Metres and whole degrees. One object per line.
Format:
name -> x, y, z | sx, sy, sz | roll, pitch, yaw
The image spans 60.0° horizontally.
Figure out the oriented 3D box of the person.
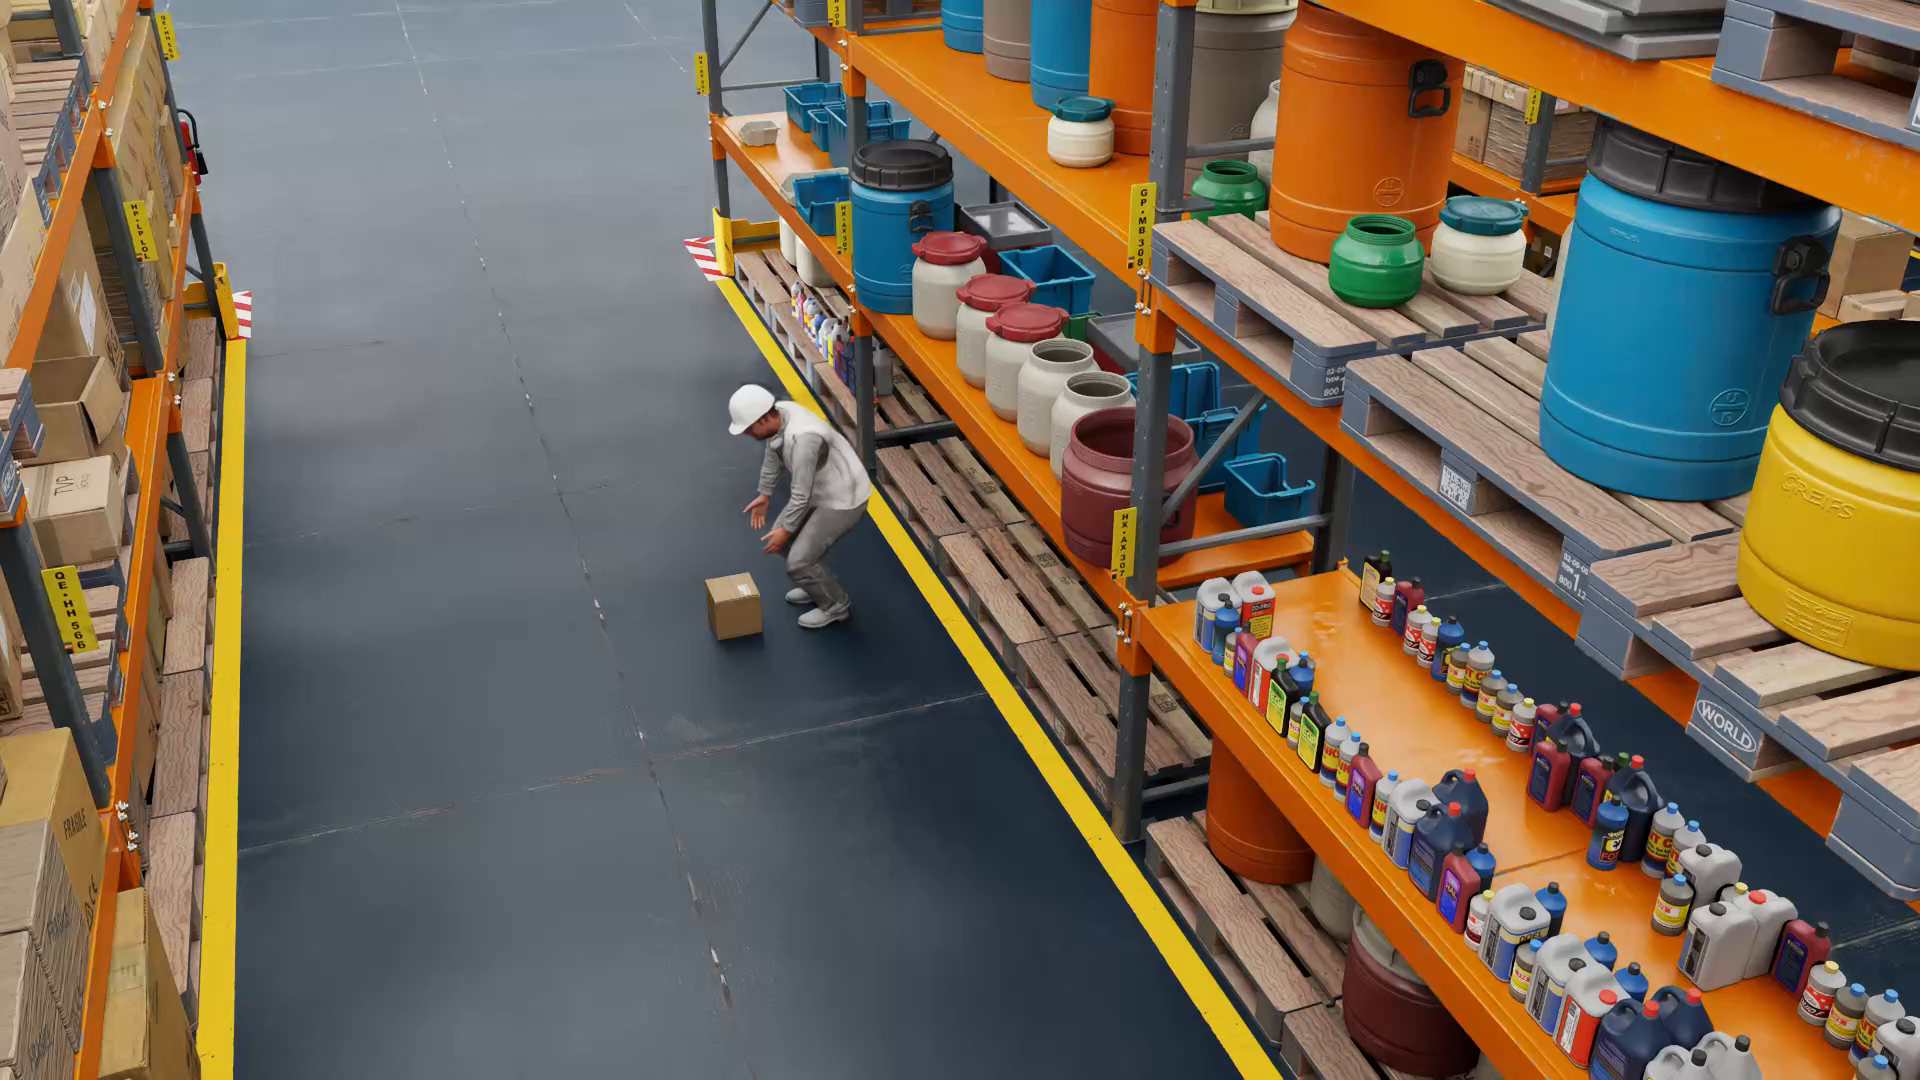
person -> -0.849, -0.208, 9.019 | 0.753, 1.449, 0.591 | -10, 31, -17
